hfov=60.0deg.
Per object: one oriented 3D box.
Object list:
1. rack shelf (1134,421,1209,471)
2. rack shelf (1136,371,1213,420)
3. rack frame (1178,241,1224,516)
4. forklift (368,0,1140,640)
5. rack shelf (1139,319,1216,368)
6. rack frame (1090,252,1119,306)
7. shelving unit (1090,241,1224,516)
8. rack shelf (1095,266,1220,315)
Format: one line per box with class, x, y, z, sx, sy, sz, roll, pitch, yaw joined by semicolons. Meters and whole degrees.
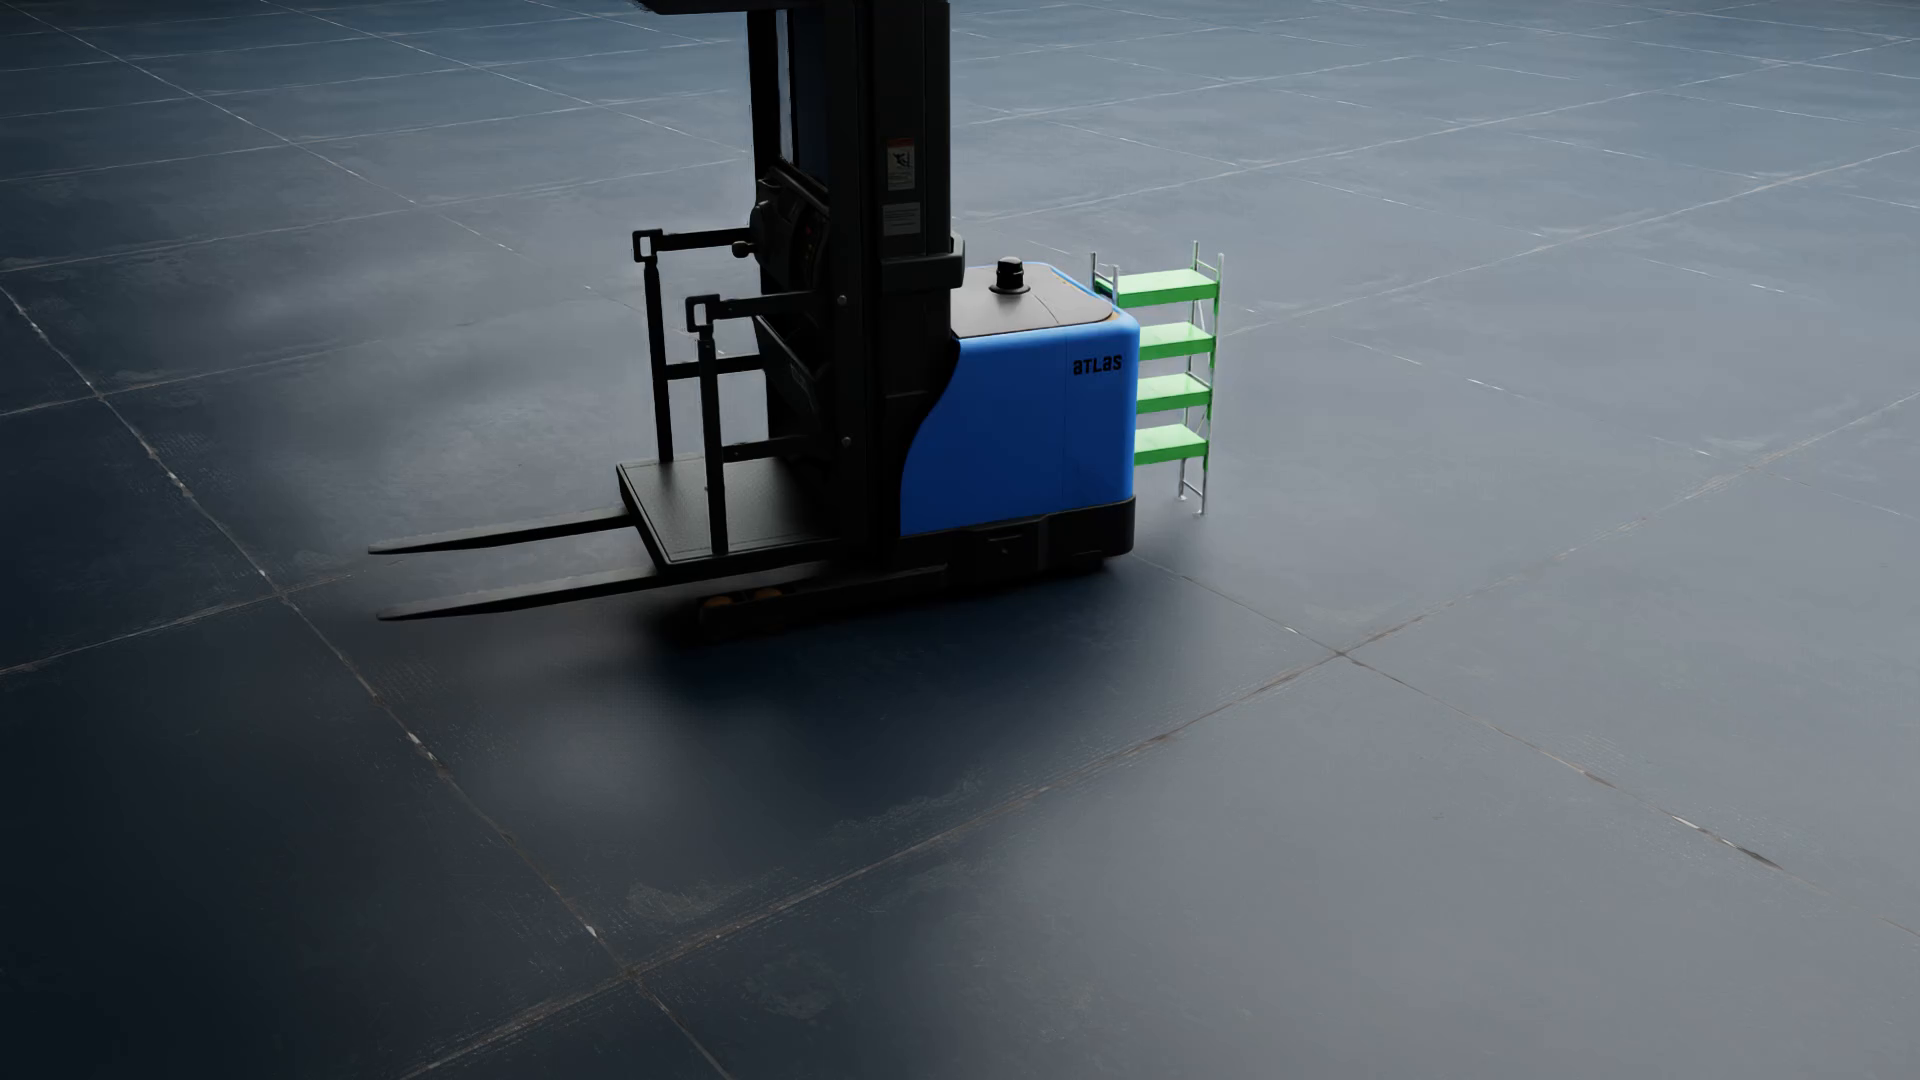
rack shelf;0.830;-0.388;7.382;0.480;0.148;0.258;-9;26;-19
rack shelf;0.830;-0.605;7.281;0.480;0.148;0.258;-9;26;-19
rack frame;1.058;-0.700;7.333;0.015;1.200;0.240;-9;26;-19
forklift;-0.838;-1.195;6.343;3.031;2.935;1.130;-9;26;-19
rack shelf;0.830;-0.823;7.180;0.480;0.148;0.258;-9;26;-19
rack frame;0.602;-0.627;7.175;0.015;1.200;0.240;-9;26;-19
shelving unit;0.830;-0.663;7.254;0.503;1.200;0.258;-9;26;-19
rack shelf;0.830;-1.041;7.079;0.480;0.148;0.258;-9;26;-19
